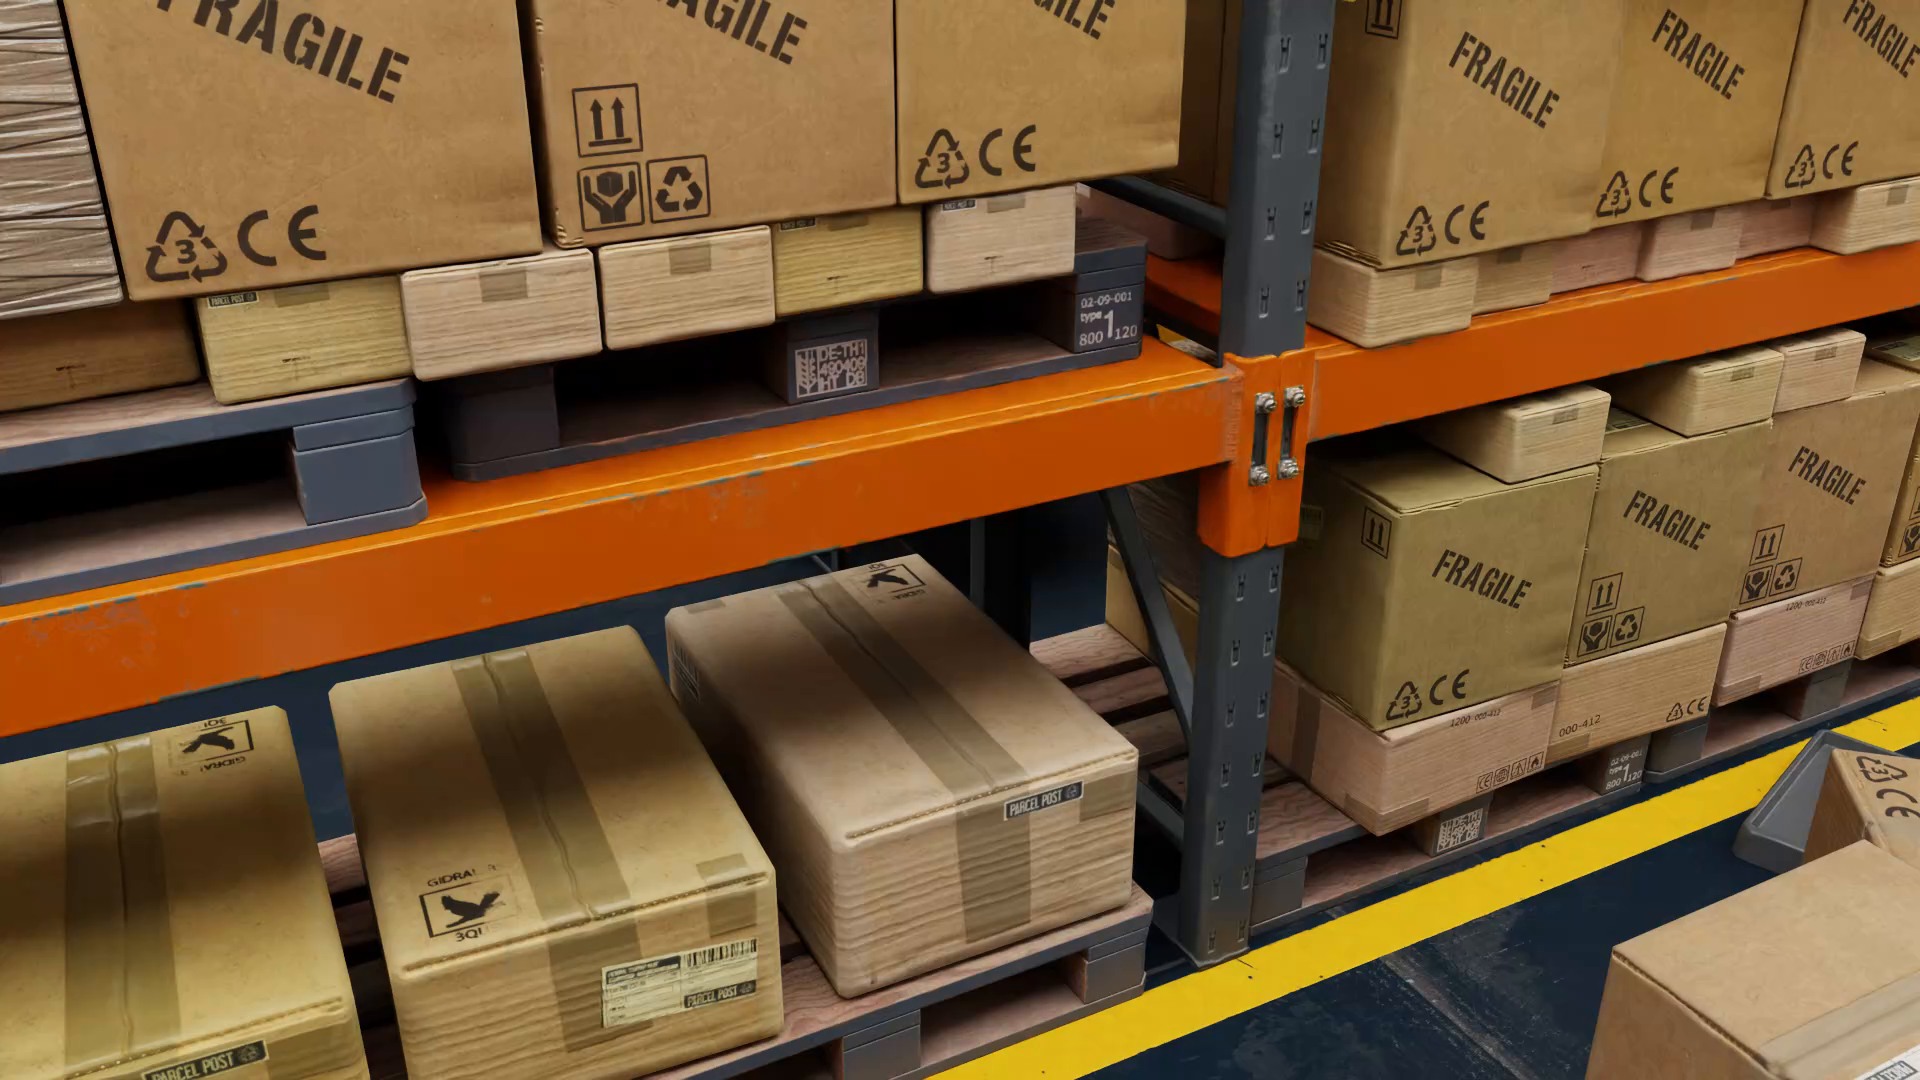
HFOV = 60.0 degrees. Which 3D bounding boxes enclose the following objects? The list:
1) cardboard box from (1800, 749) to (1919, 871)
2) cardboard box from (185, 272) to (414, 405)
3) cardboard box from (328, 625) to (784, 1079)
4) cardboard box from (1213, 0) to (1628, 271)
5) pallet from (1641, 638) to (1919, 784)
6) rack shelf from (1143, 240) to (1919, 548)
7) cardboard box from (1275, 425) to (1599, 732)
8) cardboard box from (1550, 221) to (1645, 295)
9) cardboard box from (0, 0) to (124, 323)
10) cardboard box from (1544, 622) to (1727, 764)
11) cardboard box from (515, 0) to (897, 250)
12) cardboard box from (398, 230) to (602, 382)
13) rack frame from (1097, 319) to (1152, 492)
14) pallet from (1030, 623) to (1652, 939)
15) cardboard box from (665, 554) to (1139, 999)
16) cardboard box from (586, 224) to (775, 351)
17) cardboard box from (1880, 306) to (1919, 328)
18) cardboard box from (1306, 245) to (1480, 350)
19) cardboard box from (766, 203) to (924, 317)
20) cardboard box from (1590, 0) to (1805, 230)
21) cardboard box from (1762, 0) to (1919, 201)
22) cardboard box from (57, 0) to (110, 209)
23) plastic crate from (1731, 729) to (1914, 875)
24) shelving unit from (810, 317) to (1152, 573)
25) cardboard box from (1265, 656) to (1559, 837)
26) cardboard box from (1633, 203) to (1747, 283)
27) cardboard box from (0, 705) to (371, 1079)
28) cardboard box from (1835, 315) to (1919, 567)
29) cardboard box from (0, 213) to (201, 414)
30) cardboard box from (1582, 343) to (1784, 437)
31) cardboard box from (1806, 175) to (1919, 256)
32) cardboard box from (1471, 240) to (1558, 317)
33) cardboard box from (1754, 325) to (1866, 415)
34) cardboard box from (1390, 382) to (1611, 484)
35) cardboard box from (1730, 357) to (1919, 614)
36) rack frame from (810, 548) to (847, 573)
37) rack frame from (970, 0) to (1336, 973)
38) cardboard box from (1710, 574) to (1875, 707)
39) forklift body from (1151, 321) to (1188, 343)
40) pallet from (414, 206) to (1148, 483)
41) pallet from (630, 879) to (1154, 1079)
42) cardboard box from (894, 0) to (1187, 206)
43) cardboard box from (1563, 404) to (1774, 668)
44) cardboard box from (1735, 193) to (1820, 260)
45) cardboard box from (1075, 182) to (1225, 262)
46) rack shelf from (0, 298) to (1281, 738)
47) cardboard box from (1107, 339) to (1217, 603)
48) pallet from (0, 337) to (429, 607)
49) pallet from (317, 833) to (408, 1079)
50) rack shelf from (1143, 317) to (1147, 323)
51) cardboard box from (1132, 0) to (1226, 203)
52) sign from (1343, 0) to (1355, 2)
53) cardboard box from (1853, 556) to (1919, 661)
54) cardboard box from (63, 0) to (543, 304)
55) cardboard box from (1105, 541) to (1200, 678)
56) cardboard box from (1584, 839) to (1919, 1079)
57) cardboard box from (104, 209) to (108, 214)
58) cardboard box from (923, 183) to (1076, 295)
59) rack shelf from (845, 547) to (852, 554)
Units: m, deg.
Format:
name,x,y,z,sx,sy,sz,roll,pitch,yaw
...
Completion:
name,x,y,z,sx,sy,sz,roll,pitch,yaw
cardboard box,1.896,0.757,3.092,0.500,0.500,0.500,5,26,11
cardboard box,-0.921,-0.333,2.284,0.250,0.149,0.380,-13,29,-25
cardboard box,-0.784,0.581,3.125,0.625,0.372,0.950,-11,28,-22
cardboard box,0.829,-0.832,3.059,0.500,0.500,0.500,-13,29,-25
pallet,1.964,0.187,4.617,1.213,0.211,1.003,-13,29,-25
rack shelf,2.075,-0.753,4.184,4.000,0.370,1.077,-13,29,-25
cardboard box,0.958,0.025,3.557,0.500,0.500,0.500,-12,28,-23
cardboard box,1.157,-0.635,3.398,0.250,0.149,0.380,-13,29,-25
cardboard box,-1.347,-0.545,1.976,0.500,0.500,0.500,-14,29,-27
cardboard box,1.423,0.250,3.955,0.500,0.250,0.500,-11,28,-22
cardboard box,-0.427,-0.755,2.413,0.500,0.500,0.500,-13,28,-25
cardboard box,-0.689,-0.369,2.359,0.250,0.149,0.380,-13,28,-25
rack frame,0.443,-0.609,5.219,0.032,1.125,0.500,-13,29,-25
pallet,0.886,0.437,4.096,1.213,0.211,1.003,-13,29,-25
cardboard box,-0.152,0.433,3.433,0.625,0.372,0.950,-13,28,-24
cardboard box,-0.466,-0.423,2.470,0.250,0.149,0.380,-14,29,-26
cardboard box,2.506,-0.599,4.107,0.250,0.149,0.380,-12,28,-23
cardboard box,0.739,-0.498,3.113,0.250,0.149,0.380,-13,29,-25
cardboard box,-0.255,-0.489,2.607,0.250,0.149,0.380,-14,29,-27
cardboard box,1.261,-0.943,3.290,0.500,0.500,0.500,-13,29,-25
cardboard box,1.710,-1.041,3.493,0.500,0.500,0.500,-13,29,-26
cardboard box,-1.571,-0.746,2.394,0.500,0.500,0.500,-14,29,-27
plastic crate,2.081,0.640,3.825,0.402,0.080,0.583,21,33,37
shelving unit,-0.006,-0.506,5.004,1.048,1.125,0.538,-13,29,-25
cardboard box,0.958,0.363,3.719,0.500,0.250,0.500,-14,29,-27
cardboard box,1.392,-0.672,3.475,0.250,0.149,0.380,-12,28,-24
cardboard box,-1.397,0.723,2.829,0.625,0.372,0.950,-12,28,-23
cardboard box,2.348,-0.302,4.239,0.500,0.500,0.500,-14,29,-26
cardboard box,-1.202,-0.319,2.254,0.250,0.149,0.380,-14,29,-27
cardboard box,1.549,-0.375,3.641,0.250,0.149,0.380,-12,28,-23
cardboard box,1.872,-0.755,3.648,0.250,0.149,0.380,-13,28,-25
cardboard box,0.937,-0.570,3.261,0.250,0.149,0.380,-12,28,-24
cardboard box,1.785,-0.431,3.758,0.250,0.149,0.380,-11,28,-22
cardboard box,1.096,-0.270,3.422,0.250,0.149,0.380,-13,28,-24
cardboard box,1.883,-0.193,4.012,0.500,0.500,0.500,-11,28,-22
rack frame,-0.455,-0.402,4.788,0.032,1.125,0.500,-13,29,-25
rack frame,0.310,-0.670,3.180,0.127,3.000,1.000,-13,29,-25
cardboard box,1.890,0.141,4.182,0.500,0.250,0.500,-13,29,-26
forklift body,0.686,-1.914,6.751,1.214,2.155,2.313,-13,29,-25
pallet,-0.433,-0.483,3.013,1.213,0.211,1.003,-13,29,-25
pallet,-0.376,0.746,3.452,1.213,0.211,1.003,-13,29,-25
cardboard box,0.010,-0.857,2.624,0.500,0.500,0.500,-14,29,-26
cardboard box,1.424,-0.088,3.794,0.500,0.500,0.500,-12,28,-23
cardboard box,1.612,-0.739,3.613,0.250,0.149,0.380,-13,29,-25
cardboard box,0.450,-0.739,3.613,0.250,0.149,0.380,-13,29,-26
rack shelf,-1.455,0.062,2.487,4.000,0.370,1.077,-13,29,-25
cardboard box,0.706,-0.181,3.986,0.500,0.500,0.500,-13,29,-26
pallet,-1.492,-0.188,2.397,1.213,0.211,1.003,-13,29,-25
pallet,-1.454,0.996,2.931,1.213,0.211,1.003,-13,29,-25
rack shelf,-0.006,-0.770,4.877,1.000,0.278,0.538,-13,29,-25
cardboard box,0.585,-1.035,3.480,0.500,0.500,0.500,-14,29,-26
sign,0.574,-0.981,2.489,0.005,0.325,0.100,-13,29,-25
cardboard box,2.333,0.044,4.384,0.500,0.250,0.500,-14,29,-27
cardboard box,-0.885,-0.652,2.199,0.500,0.500,0.500,-12,28,-23
cardboard box,0.705,0.157,4.149,0.500,0.250,0.500,-12,28,-23
cardboard box,1.174,0.789,2.154,0.500,0.500,0.500,-13,29,-25
cardboard box,-1.490,-0.499,2.629,0.250,0.149,0.380,-12,28,-23
cardboard box,-0.014,-0.536,2.705,0.250,0.149,0.380,-13,28,-24
rack shelf,-0.006,-0.285,5.109,1.000,0.278,0.538,-13,29,-25
